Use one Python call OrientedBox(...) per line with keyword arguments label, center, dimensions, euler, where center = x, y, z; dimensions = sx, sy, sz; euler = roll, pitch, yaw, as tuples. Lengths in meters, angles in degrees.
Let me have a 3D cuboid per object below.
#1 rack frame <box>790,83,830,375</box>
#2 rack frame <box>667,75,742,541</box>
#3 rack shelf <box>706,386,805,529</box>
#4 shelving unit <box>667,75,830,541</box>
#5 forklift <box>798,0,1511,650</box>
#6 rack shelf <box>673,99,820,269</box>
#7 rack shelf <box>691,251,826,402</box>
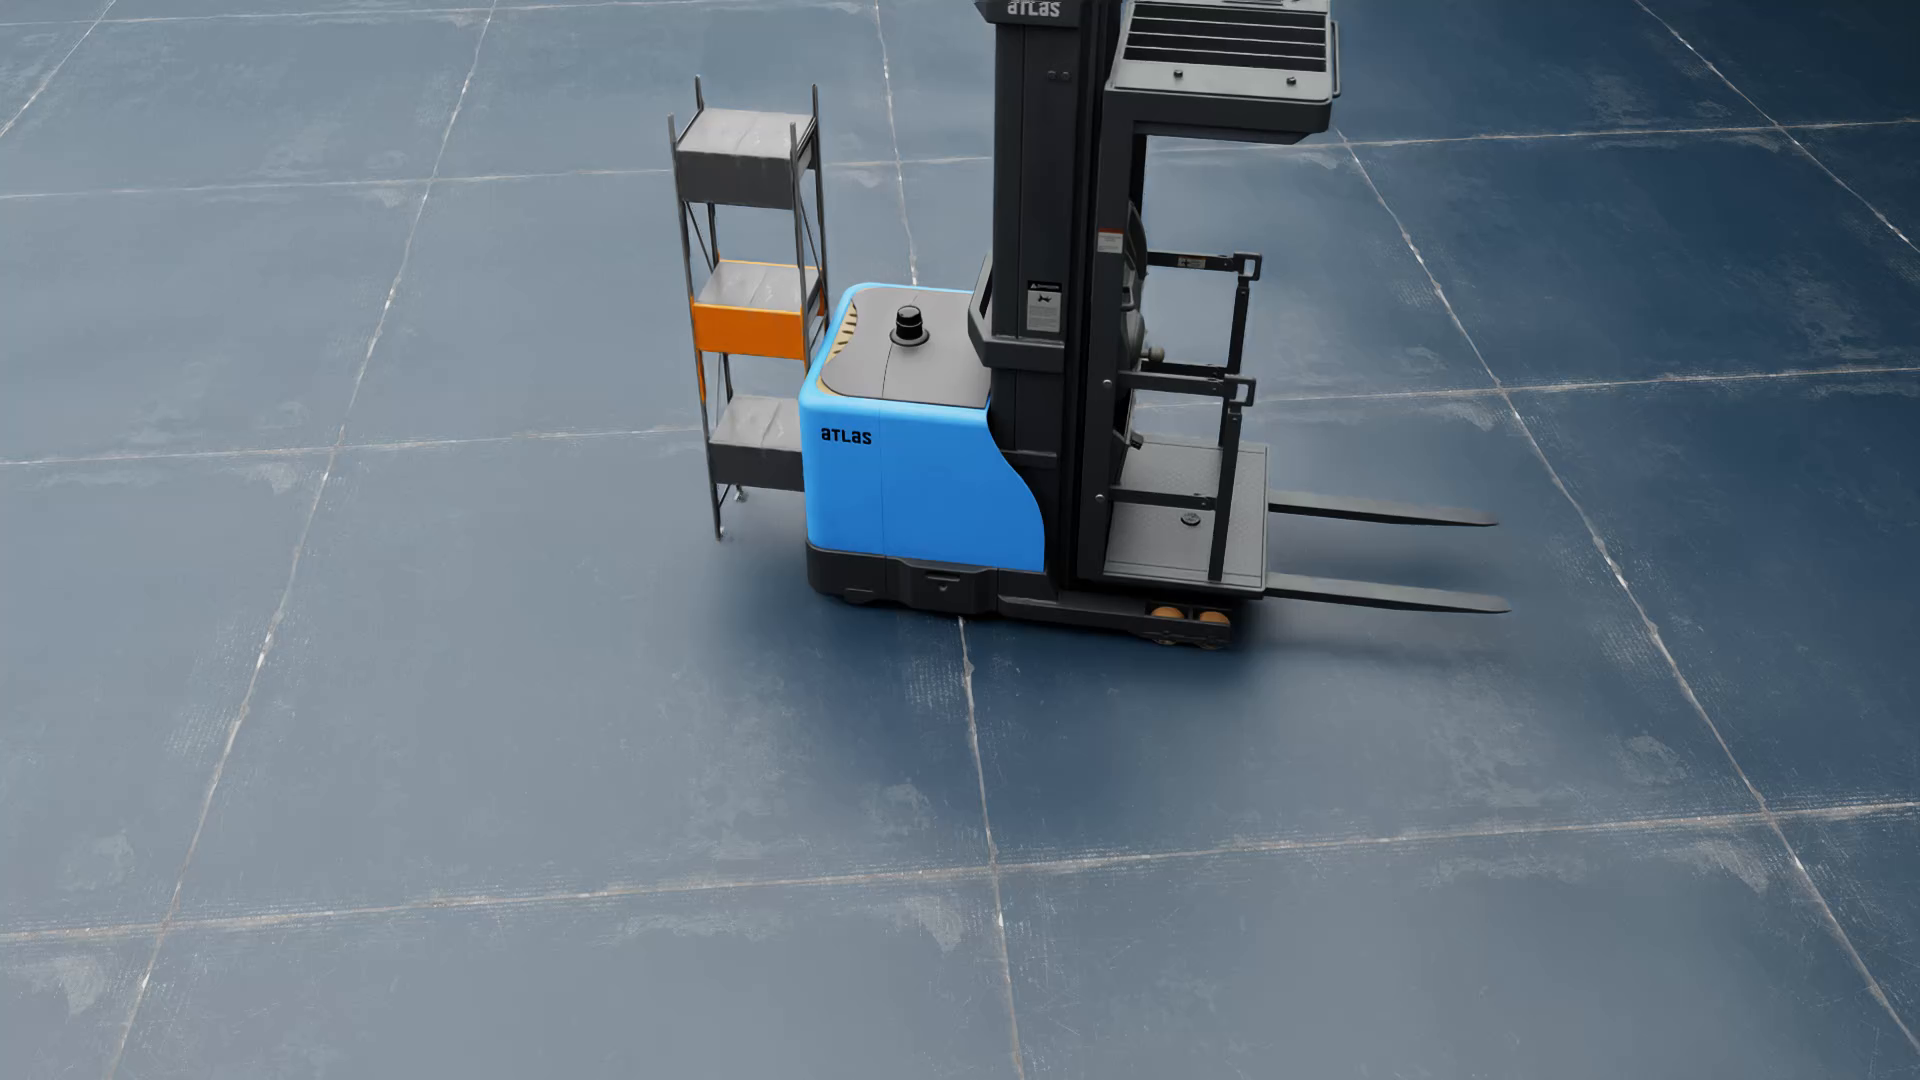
OrientedBox(label="rack frame", center=(-0.615, -0.893, 7.187), dimensions=(0.015, 2.100, 0.400), euler=(6, 39, 7))
OrientedBox(label="rack frame", center=(-1.096, -0.943, 7.250), dimensions=(0.015, 2.100, 0.400), euler=(6, 39, 7))
OrientedBox(label="rack shelf", center=(-0.855, -0.358, 7.660), dimensions=(0.480, 0.518, 0.431), euler=(6, 39, 7))
OrientedBox(label="shelving unit", center=(-0.855, -0.918, 7.218), dimensions=(0.503, 2.100, 0.431), euler=(6, 39, 7))
OrientedBox(label="forklift", center=(0.887, -1.036, 6.696), dimensions=(3.031, 2.935, 1.130), euler=(6, 39, 7))
OrientedBox(label="rack shelf", center=(-0.855, -1.457, 6.793), dimensions=(0.480, 0.518, 0.431), euler=(6, 39, 7))
OrientedBox(label="rack shelf", center=(-0.855, -0.907, 7.227), dimensions=(0.480, 0.518, 0.431), euler=(6, 39, 7))
